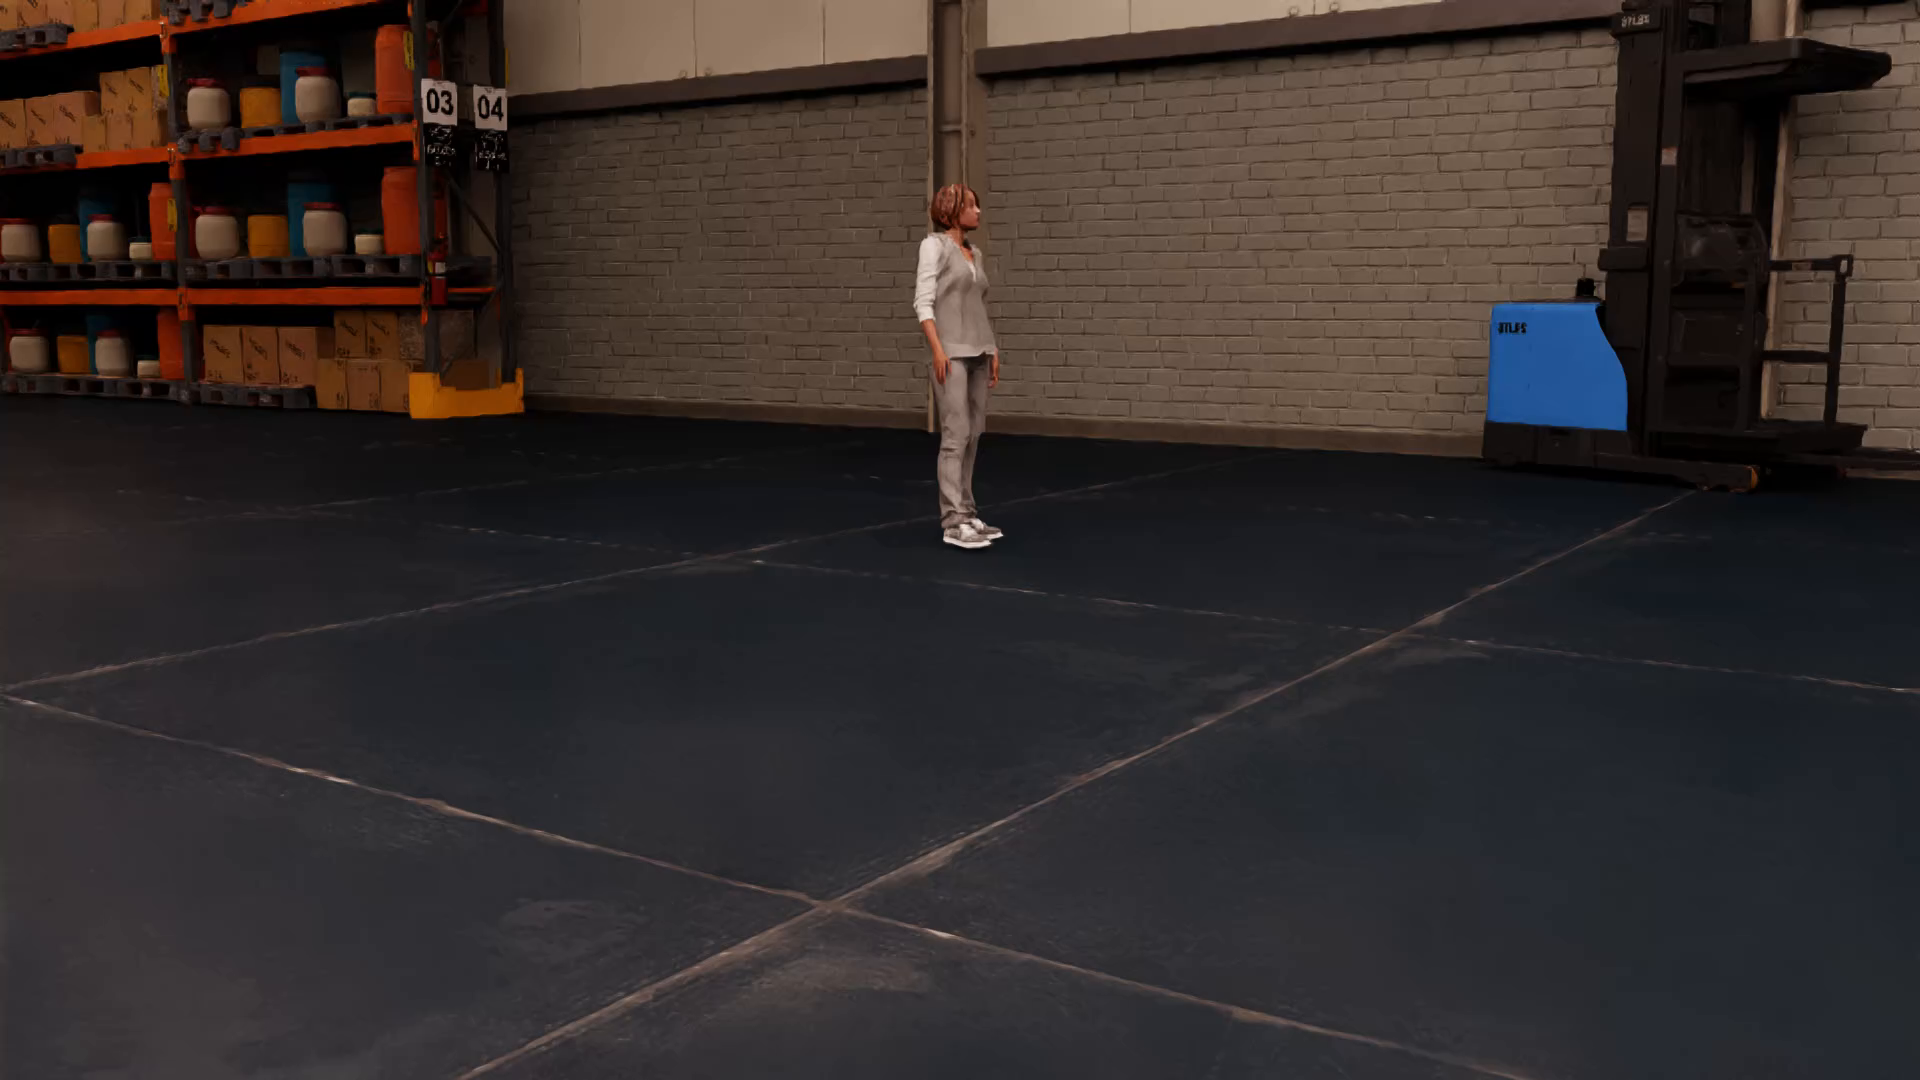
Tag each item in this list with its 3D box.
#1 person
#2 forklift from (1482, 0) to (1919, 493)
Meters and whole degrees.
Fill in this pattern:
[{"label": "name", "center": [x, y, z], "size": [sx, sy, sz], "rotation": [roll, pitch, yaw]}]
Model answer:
[{"label": "person", "center": [0.054, -0.790, 7.438], "size": [0.474, 1.597, 0.521], "rotation": [5, 10, 34]}, {"label": "forklift", "center": [4.697, -1.794, 9.811], "size": [1.130, 2.935, 3.031], "rotation": [-6, 10, -36]}]
